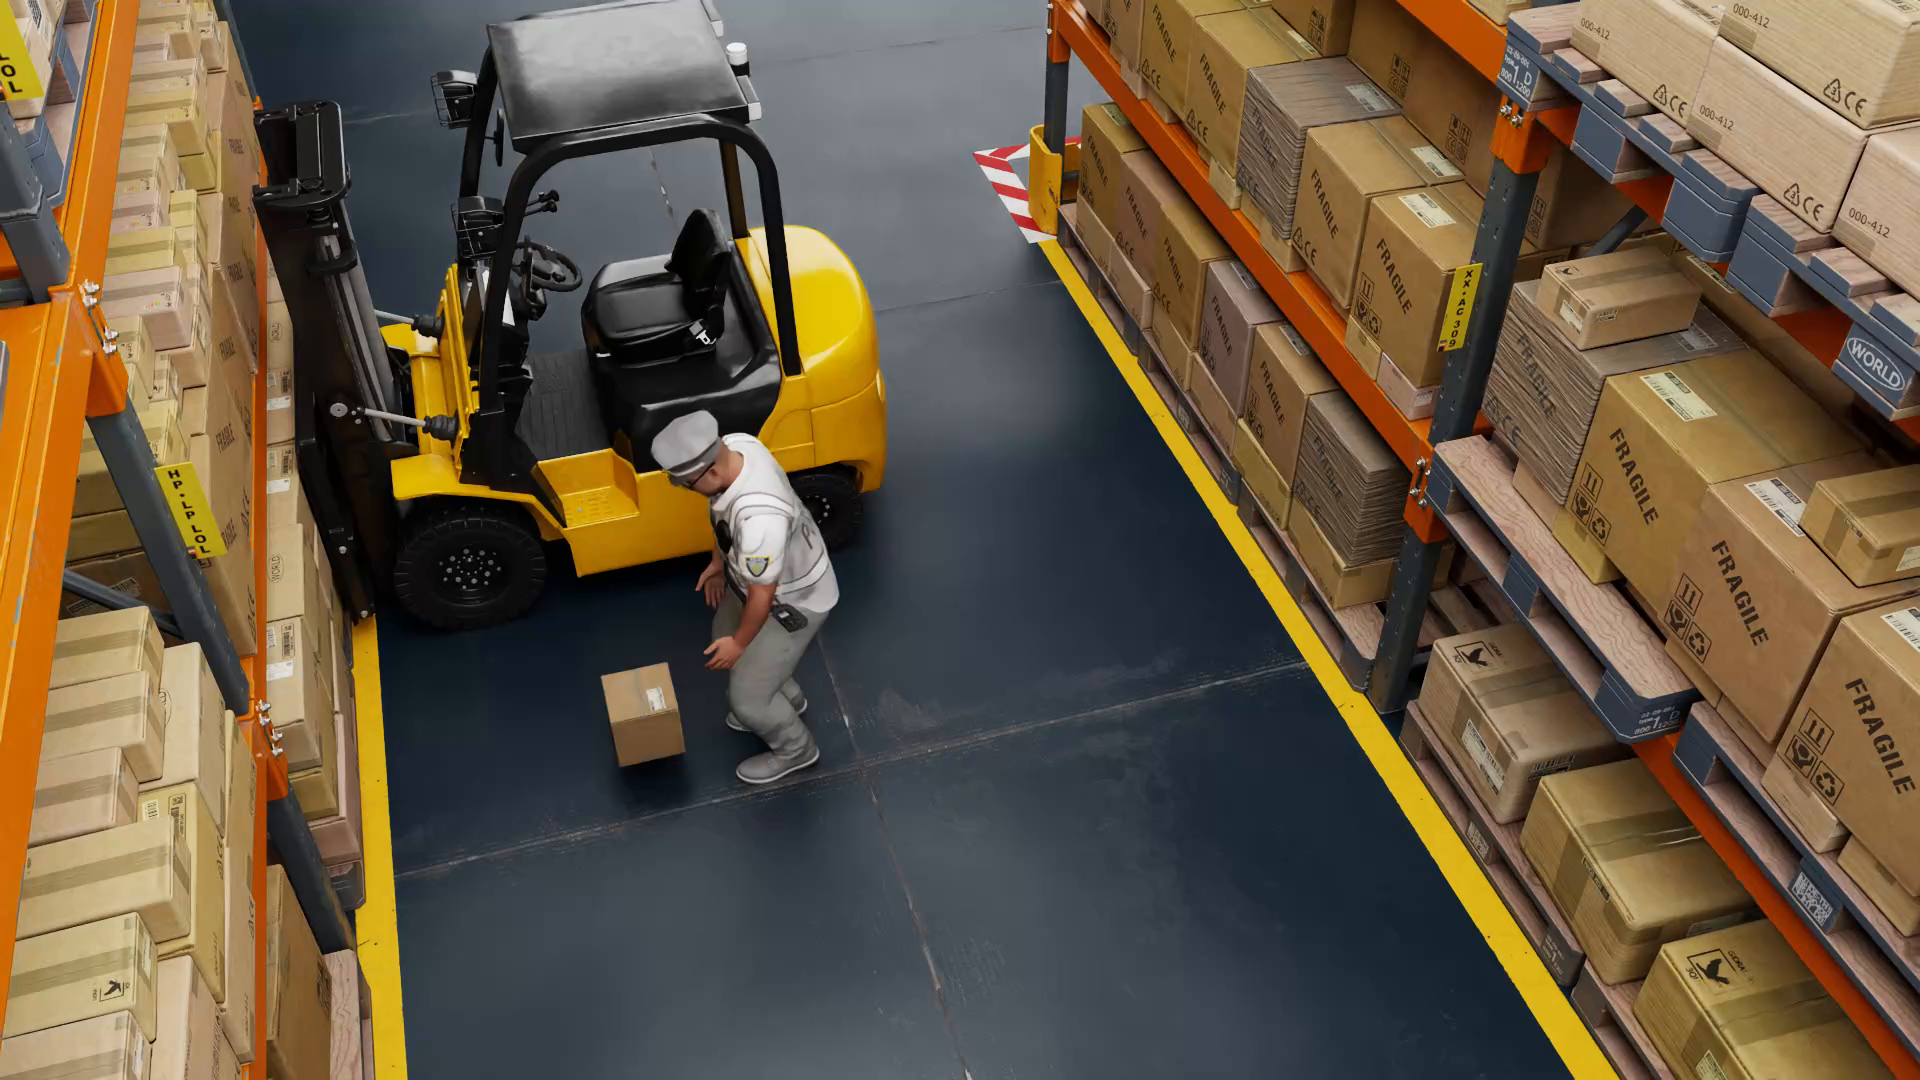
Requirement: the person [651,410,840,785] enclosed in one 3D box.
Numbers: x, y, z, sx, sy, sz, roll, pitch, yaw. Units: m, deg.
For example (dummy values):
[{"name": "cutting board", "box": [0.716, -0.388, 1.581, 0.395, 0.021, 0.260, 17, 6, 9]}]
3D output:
[{"name": "person", "box": [-0.733, 0.211, 6.007, 0.585, 1.650, 0.571, -11, 43, -12]}]
